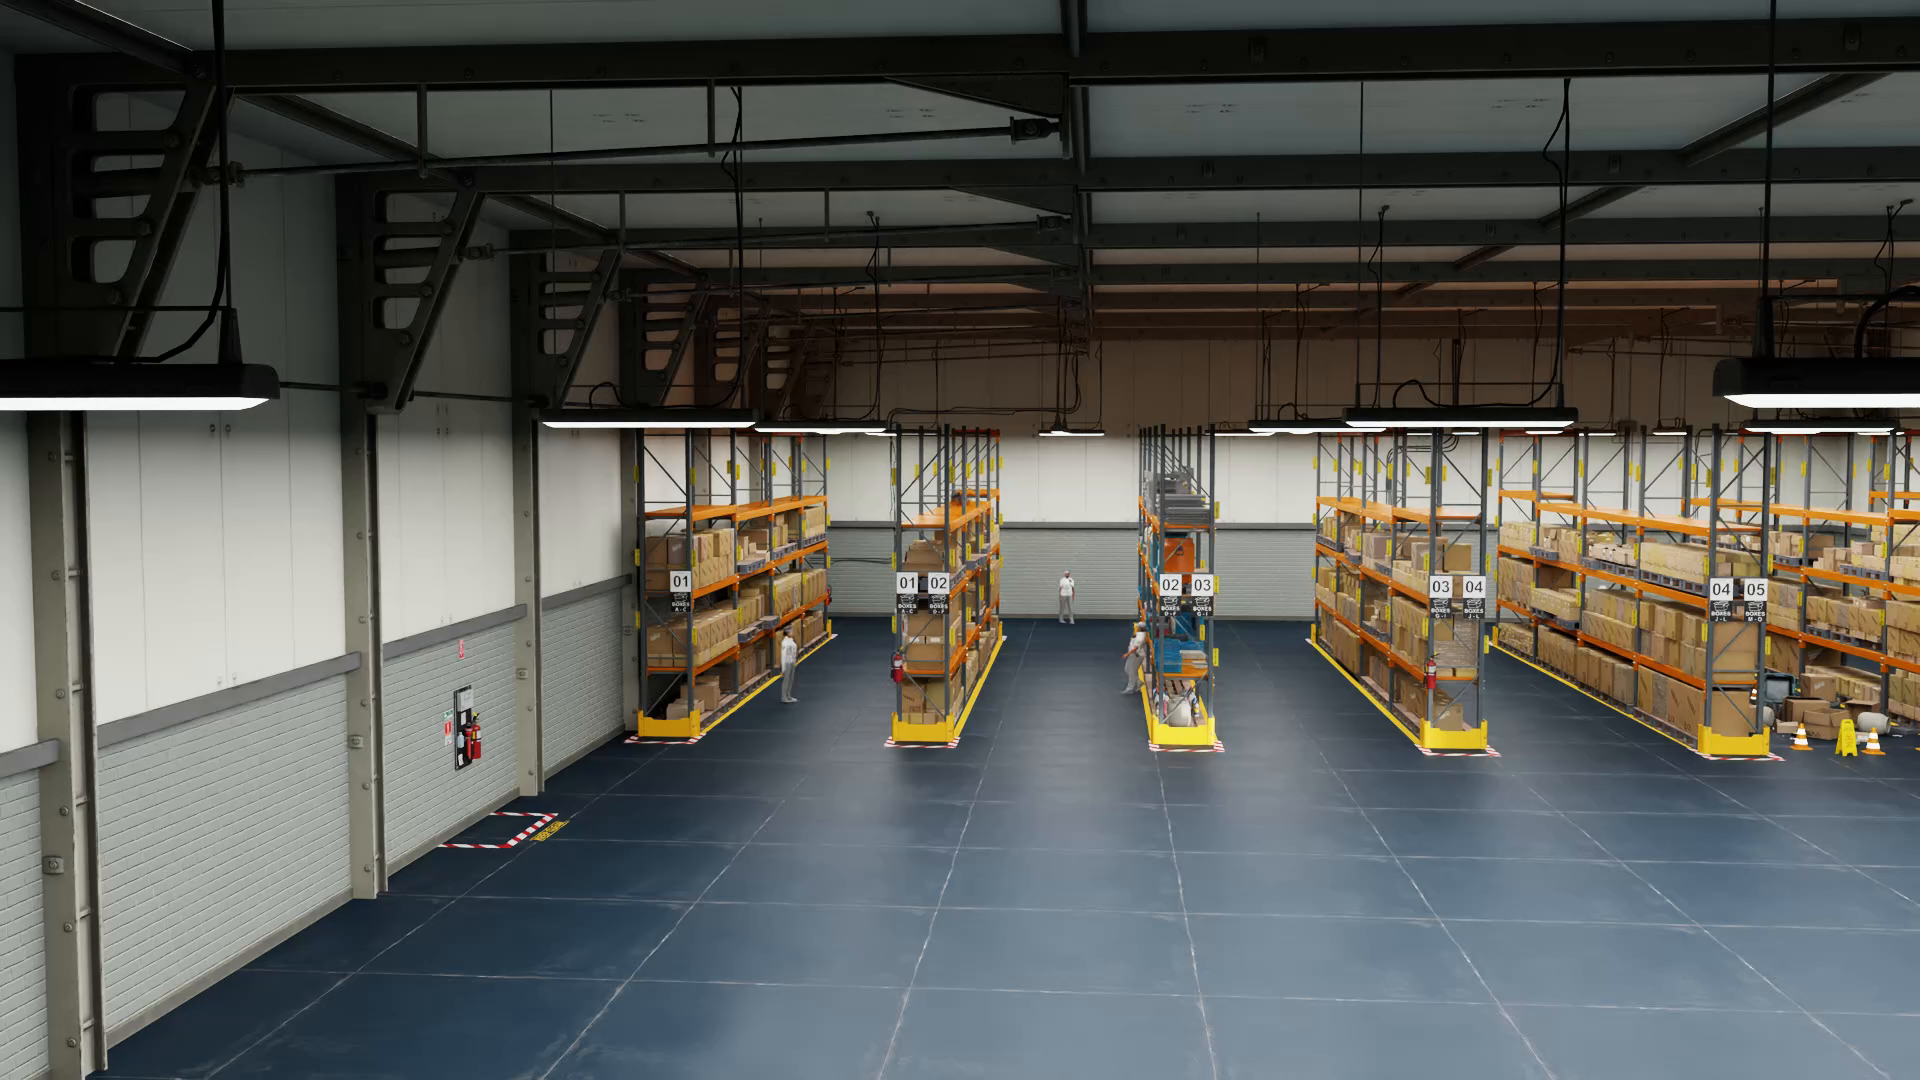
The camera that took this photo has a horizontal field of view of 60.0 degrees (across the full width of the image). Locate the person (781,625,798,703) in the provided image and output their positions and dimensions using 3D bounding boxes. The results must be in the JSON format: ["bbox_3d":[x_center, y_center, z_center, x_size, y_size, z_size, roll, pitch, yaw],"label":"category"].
[{"bbox_3d":[-3.709,2.688,36.082,0.334,1.692,0.579,1,4,16],"label":"person"}]

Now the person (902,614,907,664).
[{"bbox_3d":[-1.372,2.303,41.367,0.408,1.787,0.622,0,3,2],"label":"person"}]

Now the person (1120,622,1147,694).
[{"bbox_3d":[3.890,2.634,37.339,0.592,1.630,0.566,0,3,-4],"label":"person"}]

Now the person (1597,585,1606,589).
[{"bbox_3d":[17.206,2.118,44.704,0.462,1.796,0.569,2,4,25],"label":"person"}]

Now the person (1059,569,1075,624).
[{"bbox_3d":[3.332,1.748,51.645,0.483,1.687,0.539,-1,4,-17],"label":"person"}]
